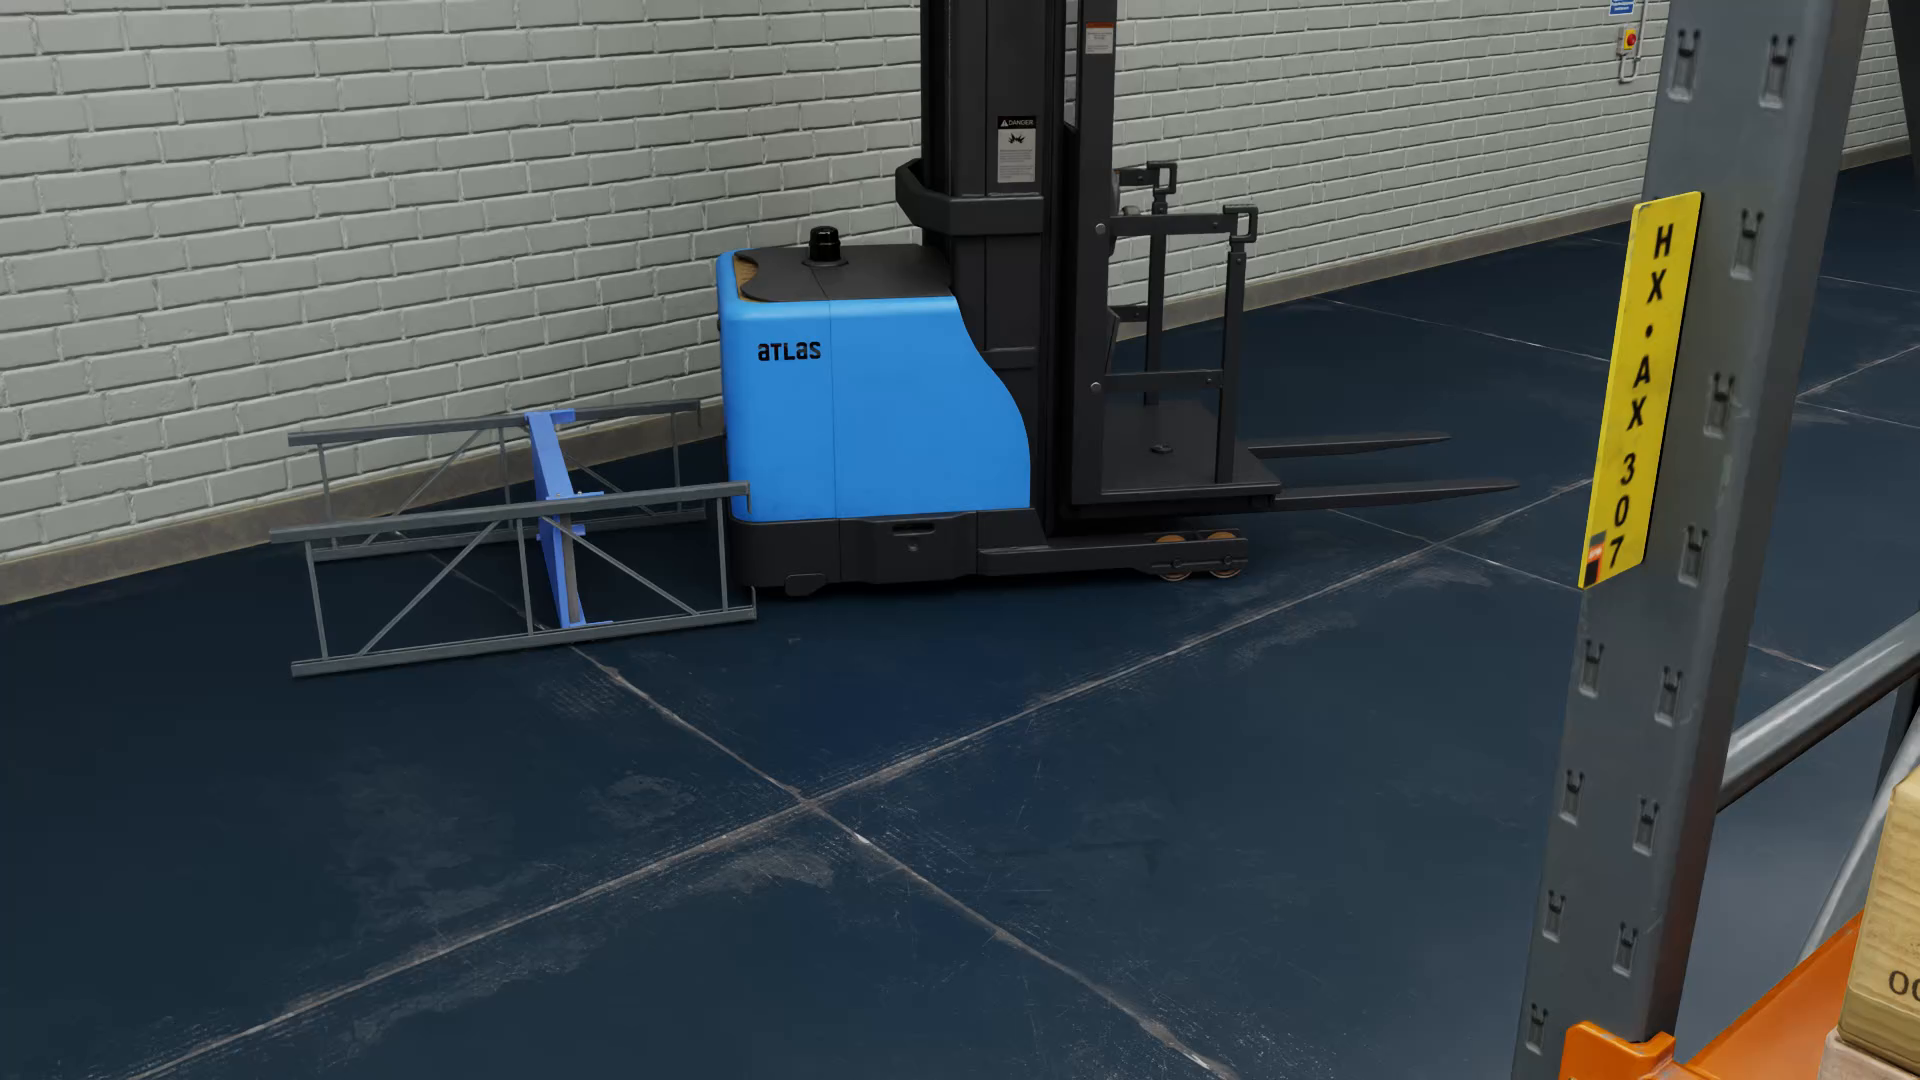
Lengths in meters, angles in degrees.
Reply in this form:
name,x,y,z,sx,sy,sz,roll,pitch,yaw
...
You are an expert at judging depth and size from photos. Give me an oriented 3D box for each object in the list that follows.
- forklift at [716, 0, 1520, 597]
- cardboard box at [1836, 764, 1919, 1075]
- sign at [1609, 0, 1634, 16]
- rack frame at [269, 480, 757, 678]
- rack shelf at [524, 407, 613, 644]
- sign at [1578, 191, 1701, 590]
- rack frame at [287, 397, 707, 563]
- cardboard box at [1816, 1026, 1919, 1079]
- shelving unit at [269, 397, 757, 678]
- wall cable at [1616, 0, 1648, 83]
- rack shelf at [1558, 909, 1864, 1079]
name,x,y,z,sx,sy,sz,roll,pitch,yaw
forklift,0.615,-1.401,6.042,3.031,2.935,1.130,-3,22,-9
cardboard box,1.098,0.317,1.360,0.500,0.250,0.500,-18,28,-39
sign,4.722,-3.854,11.840,0.327,0.218,0.001,-17,27,-37
rack frame,-1.420,0.119,5.443,1.500,0.500,0.032,-7,22,-16
rack shelf,-1.403,-0.078,5.945,0.185,0.538,1.000,-7,22,-16
sign,0.564,-0.121,1.384,0.100,0.325,0.005,-17,27,-37
rack frame,-1.729,-0.235,6.345,1.500,0.500,0.032,-7,22,-16
cardboard box,0.971,0.482,1.484,0.380,0.149,0.250,-17,27,-37
shelving unit,-1.575,-0.058,5.894,1.500,0.538,1.048,-7,22,-16
wall cable,4.798,-4.210,11.685,0.585,1.953,0.123,-17,27,-37
rack shelf,2.294,1.076,0.610,1.077,0.370,4.000,-17,27,-37
